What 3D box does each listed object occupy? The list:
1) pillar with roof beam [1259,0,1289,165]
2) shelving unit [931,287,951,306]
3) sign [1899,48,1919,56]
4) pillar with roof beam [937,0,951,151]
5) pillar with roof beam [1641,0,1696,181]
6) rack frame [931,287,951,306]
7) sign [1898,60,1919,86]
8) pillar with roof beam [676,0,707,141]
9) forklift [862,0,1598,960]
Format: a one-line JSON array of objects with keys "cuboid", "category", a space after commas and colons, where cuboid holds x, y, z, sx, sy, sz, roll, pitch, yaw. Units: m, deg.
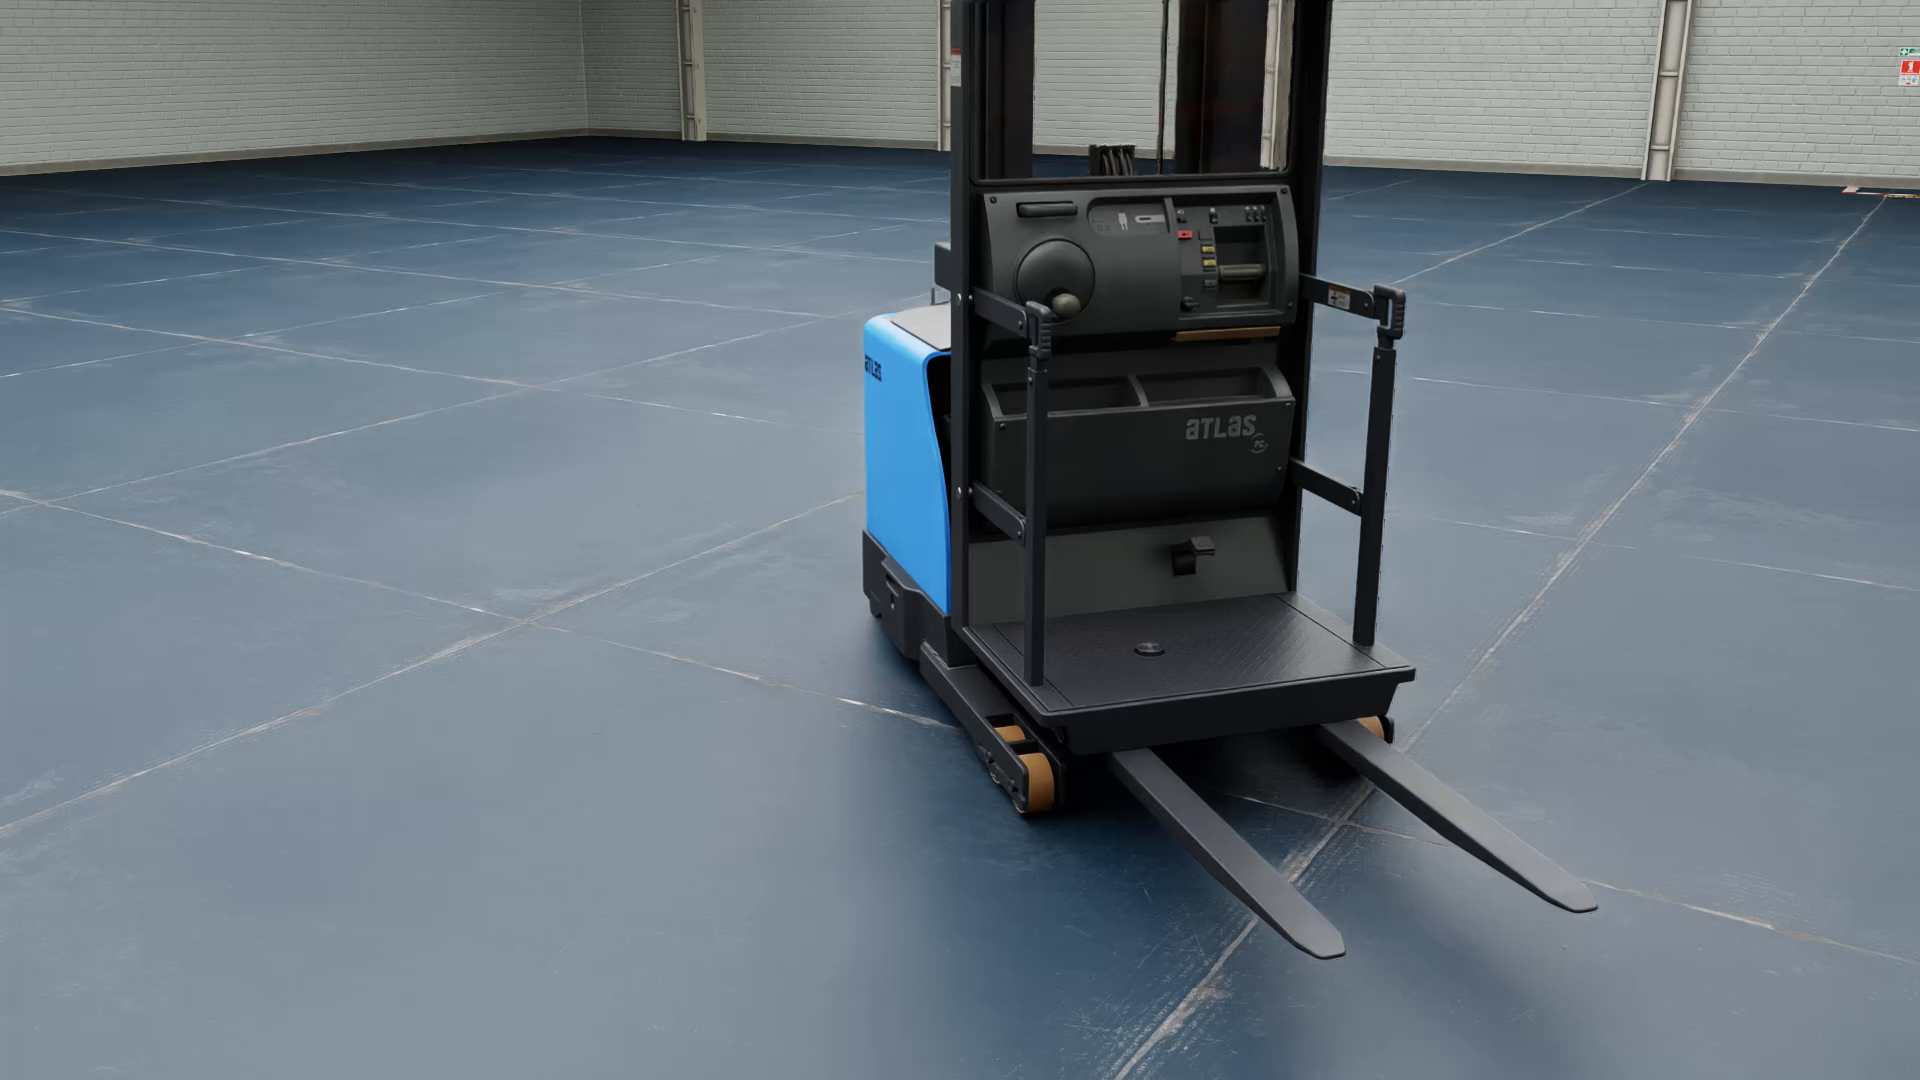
[{"cuboid": [2.704, -9.355, 22.195, 0.400, 9.000, 9.100, 10, 20, 30], "category": "pillar with roof beam"}, {"cuboid": [0.046, -0.494, 6.702, 0.252, 1.050, 0.215, 10, 20, 30], "category": "shelving unit"}, {"cuboid": [12.679, -6.488, 22.106, 0.331, 0.109, 0.001, 10, 20, 30], "category": "sign"}, {"cuboid": [-2.408, -10.268, 25.200, 0.400, 9.000, 9.100, 10, 20, 30], "category": "pillar with roof beam"}, {"cuboid": [7.817, -8.442, 19.191, 0.400, 9.000, 9.100, 10, 20, 30], "category": "pillar with roof beam"}, {"cuboid": [-0.058, -0.513, 6.763, 0.008, 1.050, 0.200, 10, 20, 30], "category": "rack frame"}, {"cuboid": [12.680, -6.237, 22.193, 0.234, 0.329, 0.001, 10, 20, 30], "category": "sign"}, {"cuboid": [-7.521, -11.180, 28.204, 0.400, 9.000, 9.100, 10, 20, 30], "category": "pillar with roof beam"}, {"cuboid": [0.583, -0.797, 4.461, 1.130, 2.935, 3.031, -5, 18, -17], "category": "forklift"}]
